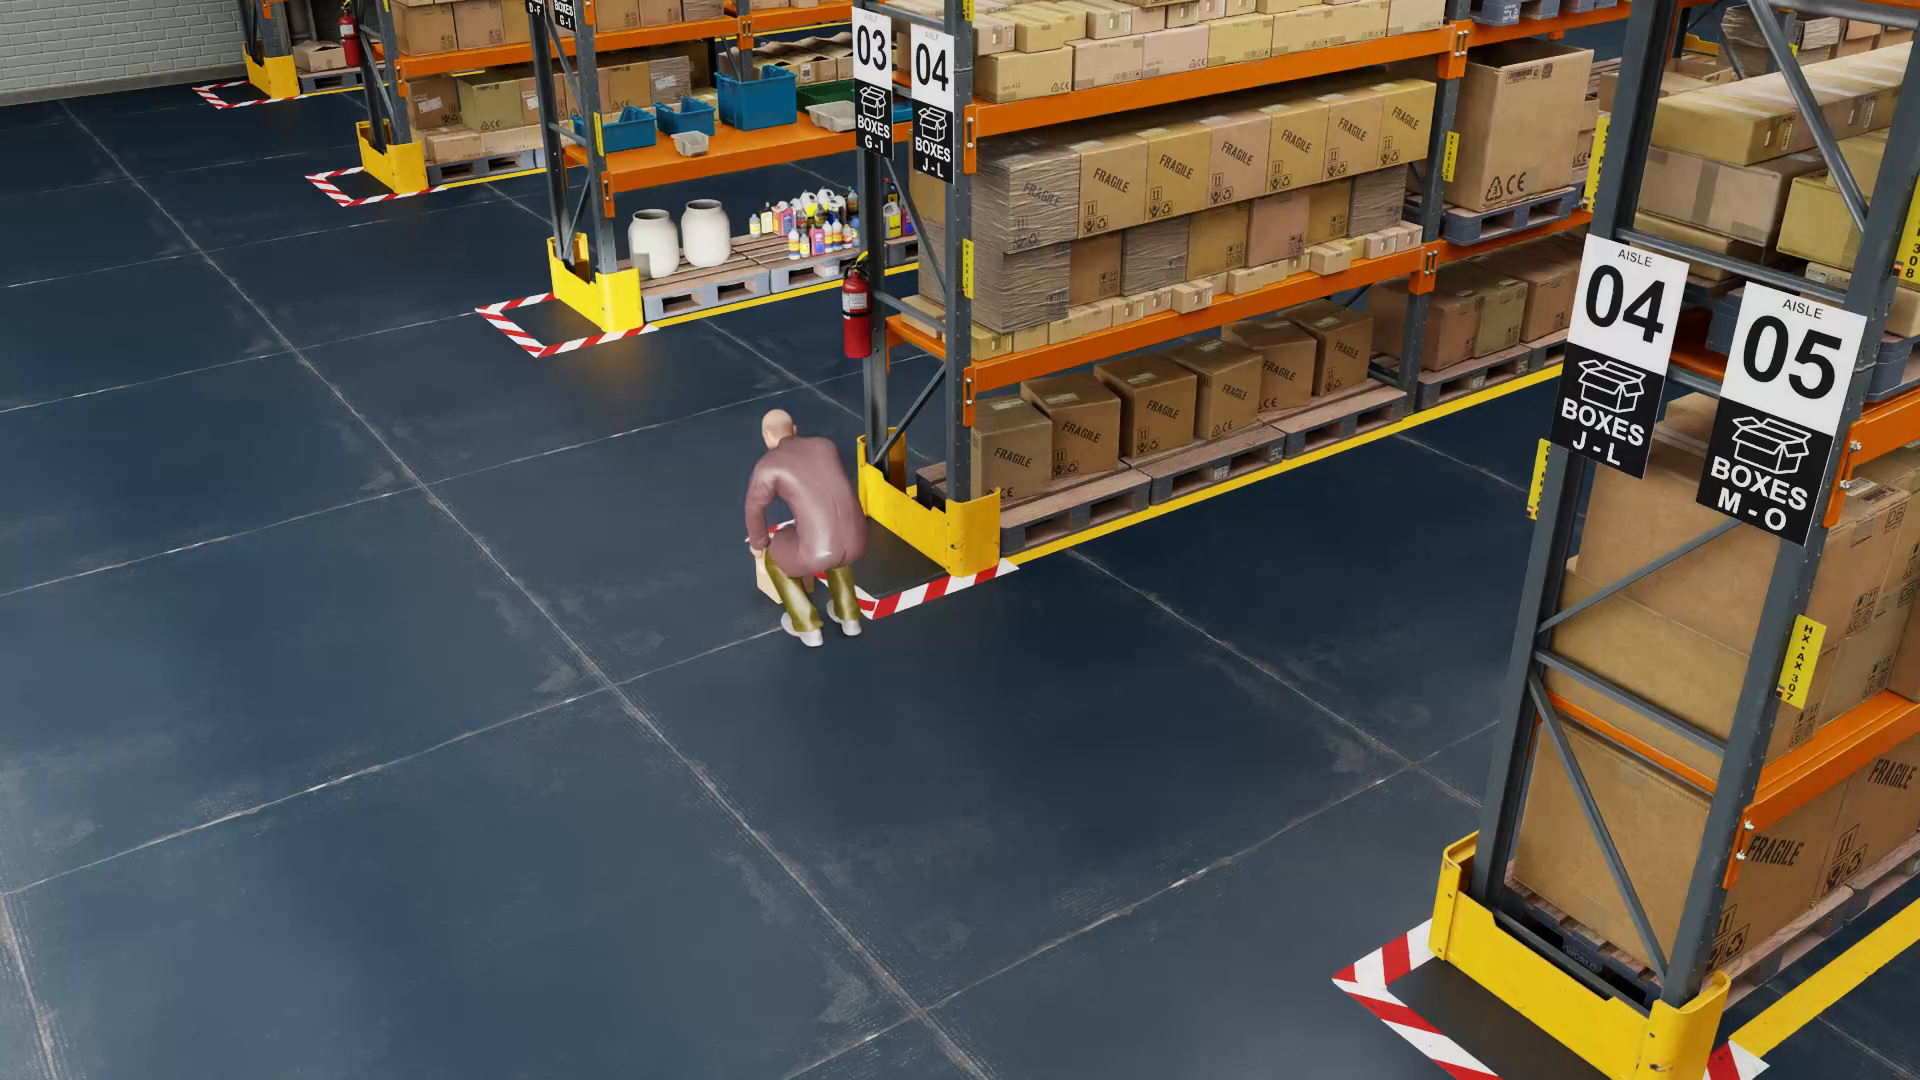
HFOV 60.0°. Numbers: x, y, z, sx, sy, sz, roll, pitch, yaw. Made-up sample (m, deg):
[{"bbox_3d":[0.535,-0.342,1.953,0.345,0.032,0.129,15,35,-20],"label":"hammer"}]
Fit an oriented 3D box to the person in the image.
[{"bbox_3d":[-0.871,0.045,9.443,0.607,0.939,0.913,-16,32,-27],"label":"person"}]
